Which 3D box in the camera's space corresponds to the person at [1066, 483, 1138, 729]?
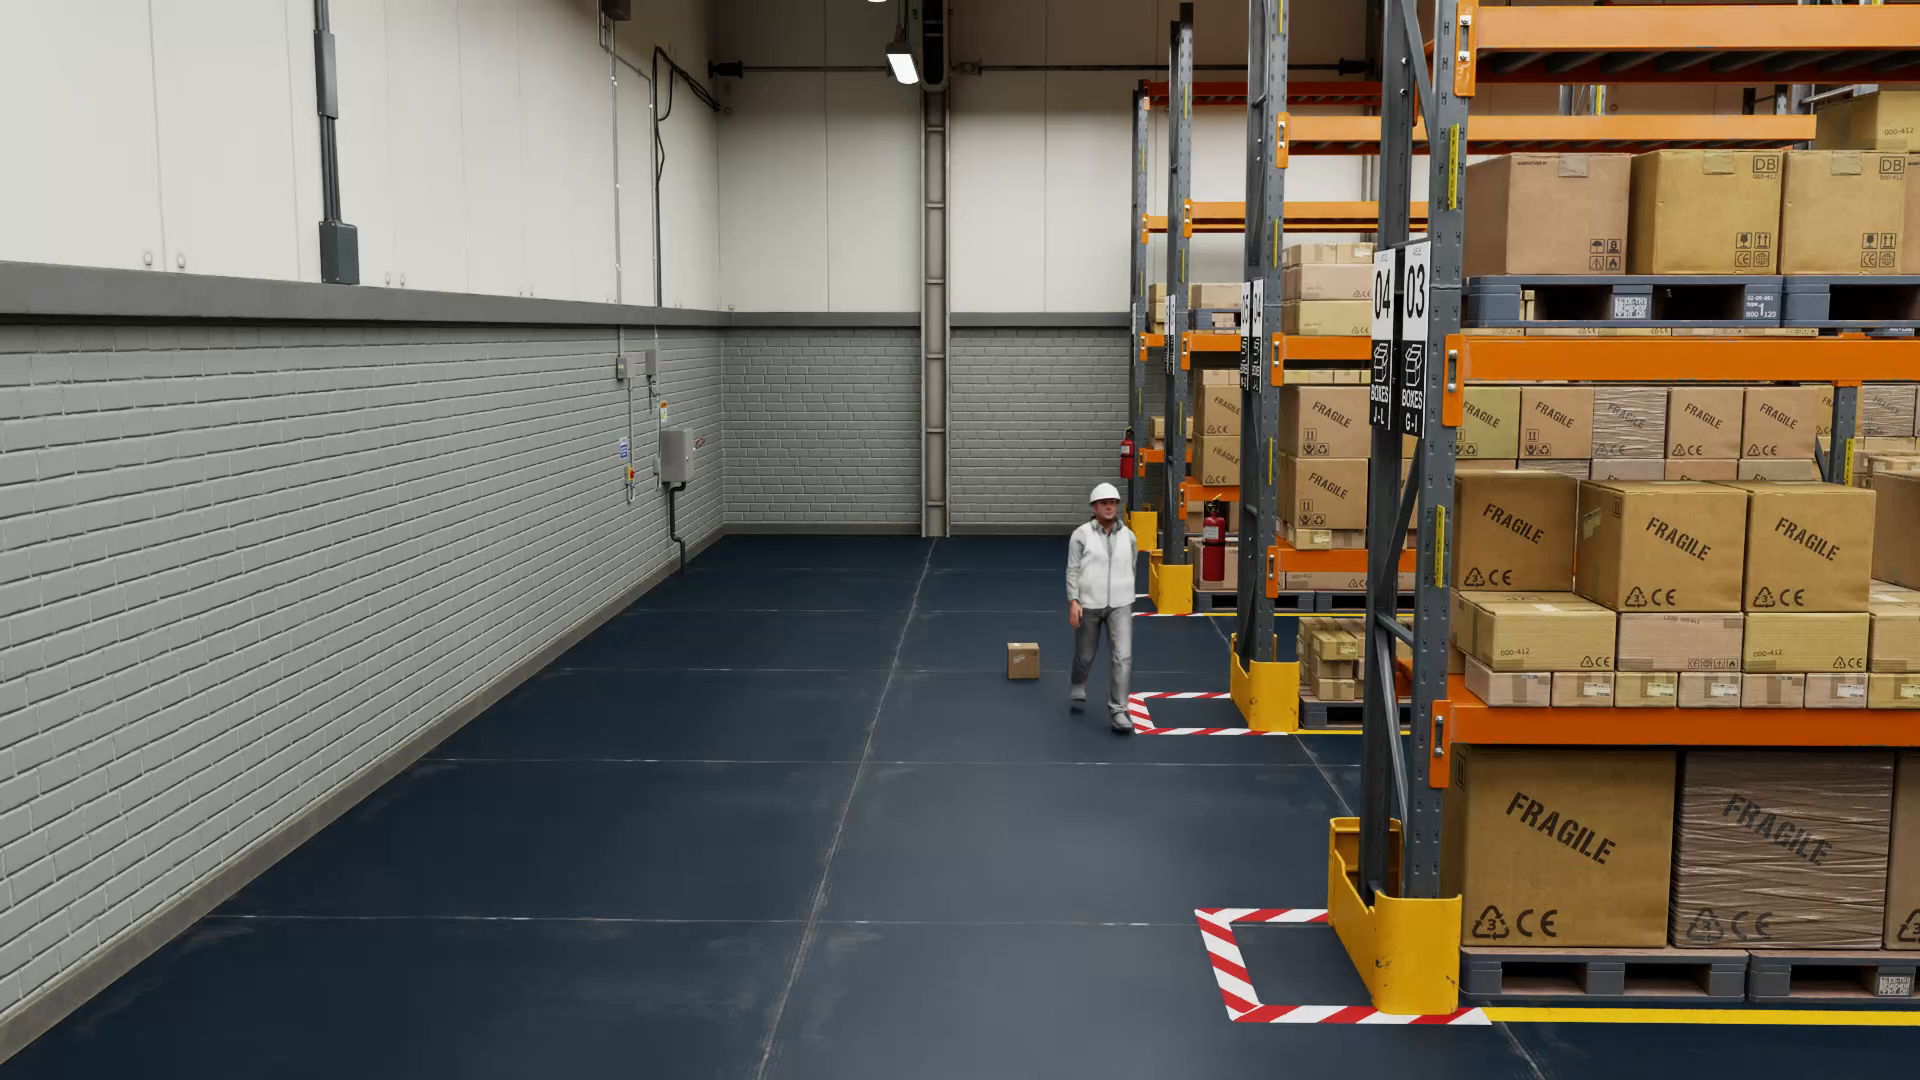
[{"bbox_3d":[1.031,0.451,12.090,0.547,1.729,1.012,-1,7,-6],"label":"person"}]
